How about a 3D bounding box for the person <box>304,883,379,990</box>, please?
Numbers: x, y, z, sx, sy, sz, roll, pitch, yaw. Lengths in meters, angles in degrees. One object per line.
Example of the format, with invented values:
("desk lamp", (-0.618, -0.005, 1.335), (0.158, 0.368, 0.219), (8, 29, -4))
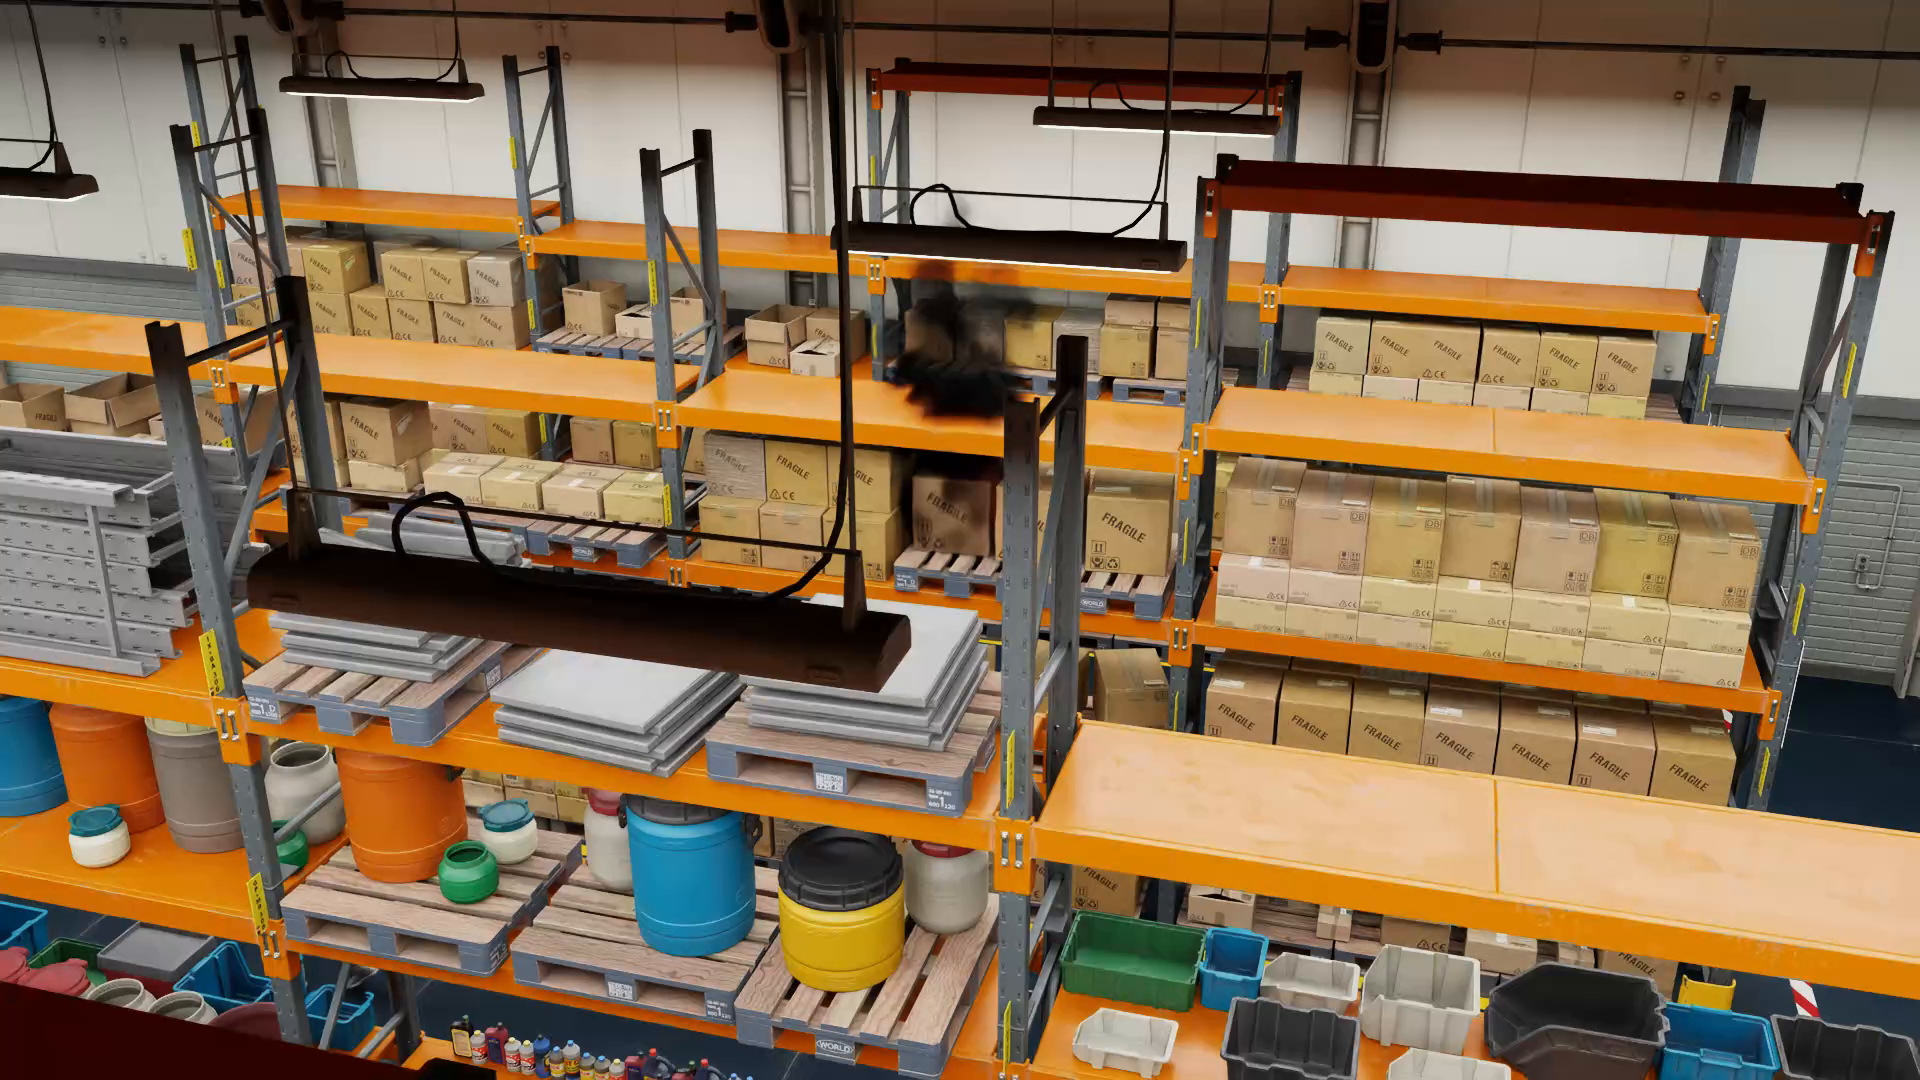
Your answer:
("person", (-4.813, 2.651, 12.231), (0.853, 1.695, 0.561), (3, 23, 7))
